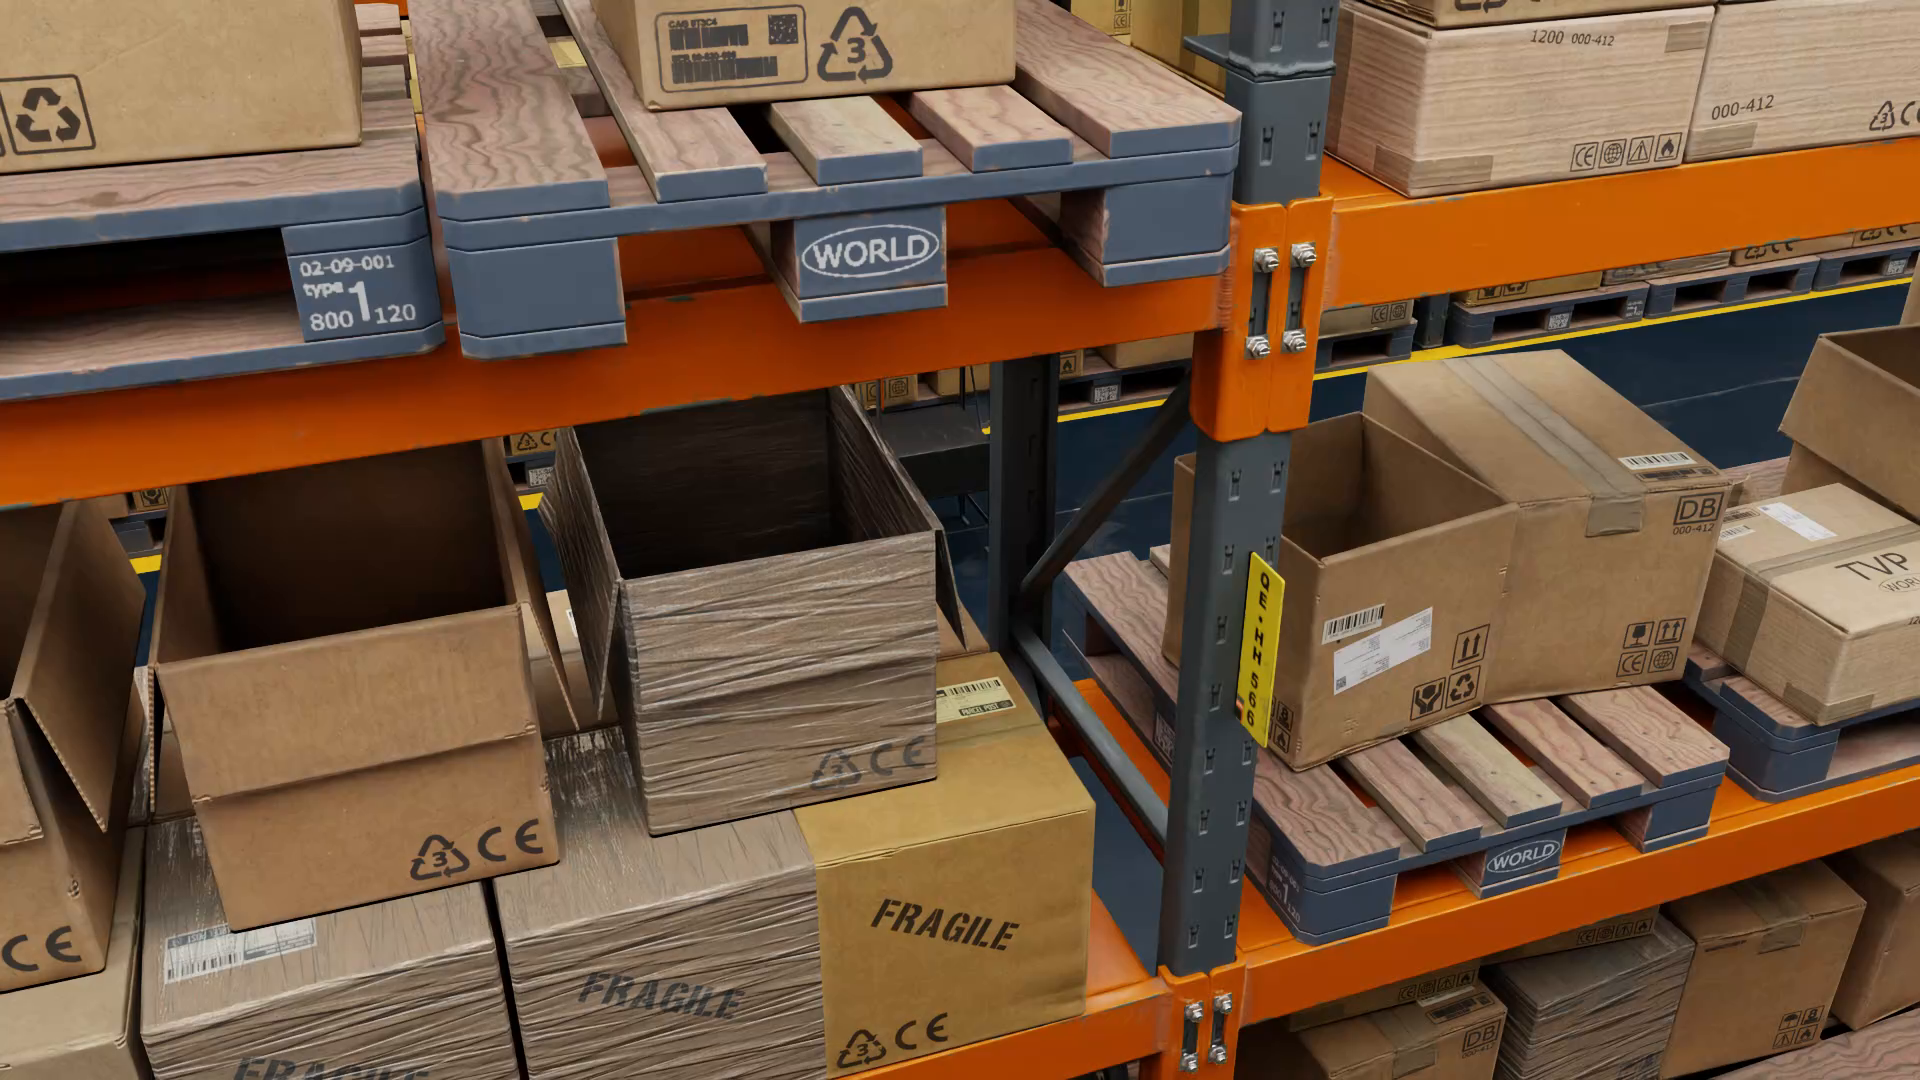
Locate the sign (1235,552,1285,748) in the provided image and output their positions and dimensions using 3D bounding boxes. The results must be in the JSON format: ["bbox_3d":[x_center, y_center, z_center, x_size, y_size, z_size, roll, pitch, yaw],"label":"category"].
[{"bbox_3d":[0.491,0.183,2.728,0.005,0.325,0.100,-10,31,-18],"label":"sign"}]

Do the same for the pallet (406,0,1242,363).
[{"bbox_3d":[-0.291,-0.656,2.532,1.003,0.211,1.213,-9,31,-15],"label":"pallet"}]

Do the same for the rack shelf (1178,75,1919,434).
[{"bbox_3d":[2.168,-0.907,3.508,4.000,0.370,1.077,-10,31,-18],"label":"rack shelf"}]

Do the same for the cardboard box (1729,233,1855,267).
[{"bbox_3d":[4.721,-2.229,9.854,0.875,0.875,0.875,-11,31,-18],"label":"cardboard box"}]

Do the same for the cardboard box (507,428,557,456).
[{"bbox_3d":[-1.867,-0.751,7.638,0.500,0.500,0.500,-11,31,-18],"label":"cardboard box"}]

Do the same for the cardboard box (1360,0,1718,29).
[{"bbox_3d":[0.824,-1.096,2.508,0.500,0.500,0.500,-10,31,-17],"label":"cardboard box"}]

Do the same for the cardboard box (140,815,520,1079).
[{"bbox_3d":[-1.037,0.761,2.784,0.500,0.500,0.500,-11,32,-19],"label":"cardboard box"}]

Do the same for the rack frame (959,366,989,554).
[{"bbox_3d":[0.074,-0.926,6.754,0.015,2.100,0.400,-10,31,-18],"label":"rack frame"}]

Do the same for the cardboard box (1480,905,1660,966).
[{"bbox_3d":[1.405,0.773,4.187,0.500,0.250,0.500,-7,30,-12],"label":"cardboard box"}]

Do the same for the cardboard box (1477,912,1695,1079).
[{"bbox_3d":[1.430,1.098,4.374,0.500,0.500,0.700,-13,32,-22],"label":"cardboard box"}]

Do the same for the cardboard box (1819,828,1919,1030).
[{"bbox_3d":[2.482,0.900,4.720,0.500,0.500,0.700,-13,32,-22],"label":"cardboard box"}]

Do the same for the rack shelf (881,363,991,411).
[{"bbox_3d":[-0.155,-0.872,6.687,0.480,0.518,0.431,-10,31,-18],"label":"rack shelf"}]

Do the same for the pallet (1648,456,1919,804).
[{"bbox_3d":[2.135,0.152,4.147,1.213,0.211,1.003,-10,31,-18],"label":"pallet"}]

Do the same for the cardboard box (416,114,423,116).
[{"bbox_3d":[-2.140,-1.702,6.736,0.250,0.149,0.380,-10,31,-16],"label":"cardboard box"}]

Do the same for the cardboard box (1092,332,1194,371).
[{"bbox_3d":[0.952,-1.471,8.650,0.750,0.750,1.050,-10,31,-18],"label":"cardboard box"}]

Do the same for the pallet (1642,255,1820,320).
[{"bbox_3d":[4.293,-1.675,9.978,1.213,0.211,1.003,-10,31,-18],"label":"pallet"}]

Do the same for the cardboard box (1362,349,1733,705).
[{"bbox_3d":[1.274,-0.051,3.784,0.500,0.500,0.700,-6,30,-10],"label":"cardboard box"}]

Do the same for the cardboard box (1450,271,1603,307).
[{"bbox_3d":[3.022,-1.915,9.303,0.875,0.875,0.875,-10,31,-17],"label":"cardboard box"}]

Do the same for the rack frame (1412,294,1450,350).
[{"bbox_3d":[2.408,-2.580,8.748,0.127,3.000,1.000,-10,31,-18],"label":"rack frame"}]

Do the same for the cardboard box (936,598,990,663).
[{"bbox_3d":[-0.257,0.344,3.516,0.500,0.500,0.500,-10,31,-16],"label":"cardboard box"}]

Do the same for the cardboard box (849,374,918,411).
[{"bbox_3d":[-0.739,-1.158,8.100,0.750,0.750,1.050,-11,31,-18],"label":"cardboard box"}]

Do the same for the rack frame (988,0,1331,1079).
[{"bbox_3d":[0.294,0.429,3.466,0.127,3.000,1.000,-10,31,-18],"label":"rack frame"}]

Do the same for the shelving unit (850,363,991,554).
[{"bbox_3d":[-0.155,-0.884,6.680,0.503,2.100,0.431,-10,31,-18],"label":"shelving unit"}]

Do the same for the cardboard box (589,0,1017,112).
[{"bbox_3d":[-0.253,-0.962,2.351,0.637,0.503,0.797,-9,31,-15],"label":"cardboard box"}]

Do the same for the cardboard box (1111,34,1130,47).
[{"bbox_3d":[0.590,-2.146,7.885,0.500,0.500,0.500,-11,31,-18],"label":"cardboard box"}]

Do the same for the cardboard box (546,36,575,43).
[{"bbox_3d":[-1.846,-2.230,7.363,0.250,0.149,0.380,-10,31,-18],"label":"cardboard box"}]

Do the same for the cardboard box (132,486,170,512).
[{"bbox_3d":[-3.323,-0.488,7.178,0.500,0.500,0.500,-10,31,-17],"label":"cardboard box"}]

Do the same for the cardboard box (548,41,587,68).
[{"bbox_3d":[-1.640,-1.924,6.825,0.250,0.149,0.380,-12,32,-20],"label":"cardboard box"}]

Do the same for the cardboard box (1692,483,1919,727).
[{"bbox_3d":[1.945,0.130,3.720,0.500,0.250,0.500,-11,32,-19],"label":"cardboard box"}]

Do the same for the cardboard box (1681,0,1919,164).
[{"bbox_3d":[1.304,-0.860,2.851,0.500,0.250,0.500,-10,31,-16],"label":"cardboard box"}]

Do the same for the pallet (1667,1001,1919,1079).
[{"bbox_3d":[2.168,1.298,4.758,1.213,0.211,1.003,-10,31,-18],"label":"pallet"}]

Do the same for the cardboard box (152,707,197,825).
[{"bbox_3d":[-1.218,0.524,3.199,0.500,0.500,0.500,-11,31,-19],"label":"cardboard box"}]

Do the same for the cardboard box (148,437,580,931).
[{"bbox_3d":[-1.009,0.180,2.789,0.637,0.503,0.797,-10,31,-16],"label":"cardboard box"}]

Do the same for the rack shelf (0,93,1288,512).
[{"bbox_3d":[-1.581,-0.216,2.296,4.000,0.370,1.077,-10,31,-18],"label":"rack shelf"}]

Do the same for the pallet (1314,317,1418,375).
[{"bbox_3d":[1.711,-1.200,9.143,1.213,0.211,1.003,-10,31,-18],"label":"pallet"}]

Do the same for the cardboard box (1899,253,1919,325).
[{"bbox_3d":[3.249,-0.632,4.299,1.000,1.000,1.000,-10,31,-17],"label":"cardboard box"}]

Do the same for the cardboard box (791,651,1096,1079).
[{"bbox_3d":[-0.082,0.586,3.090,0.500,0.500,0.500,-9,31,-16],"label":"cardboard box"}]

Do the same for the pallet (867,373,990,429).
[{"bbox_3d":[-0.576,-0.779,8.404,1.213,0.211,1.003,-10,31,-18],"label":"pallet"}]

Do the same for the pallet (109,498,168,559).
[{"bbox_3d":[-3.215,-0.335,7.624,1.213,0.211,1.003,-10,31,-18],"label":"pallet"}]

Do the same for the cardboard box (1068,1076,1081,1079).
[{"bbox_3d":[-0.360,1.280,3.696,0.875,0.875,1.225,-12,32,-20],"label":"cardboard box"}]
